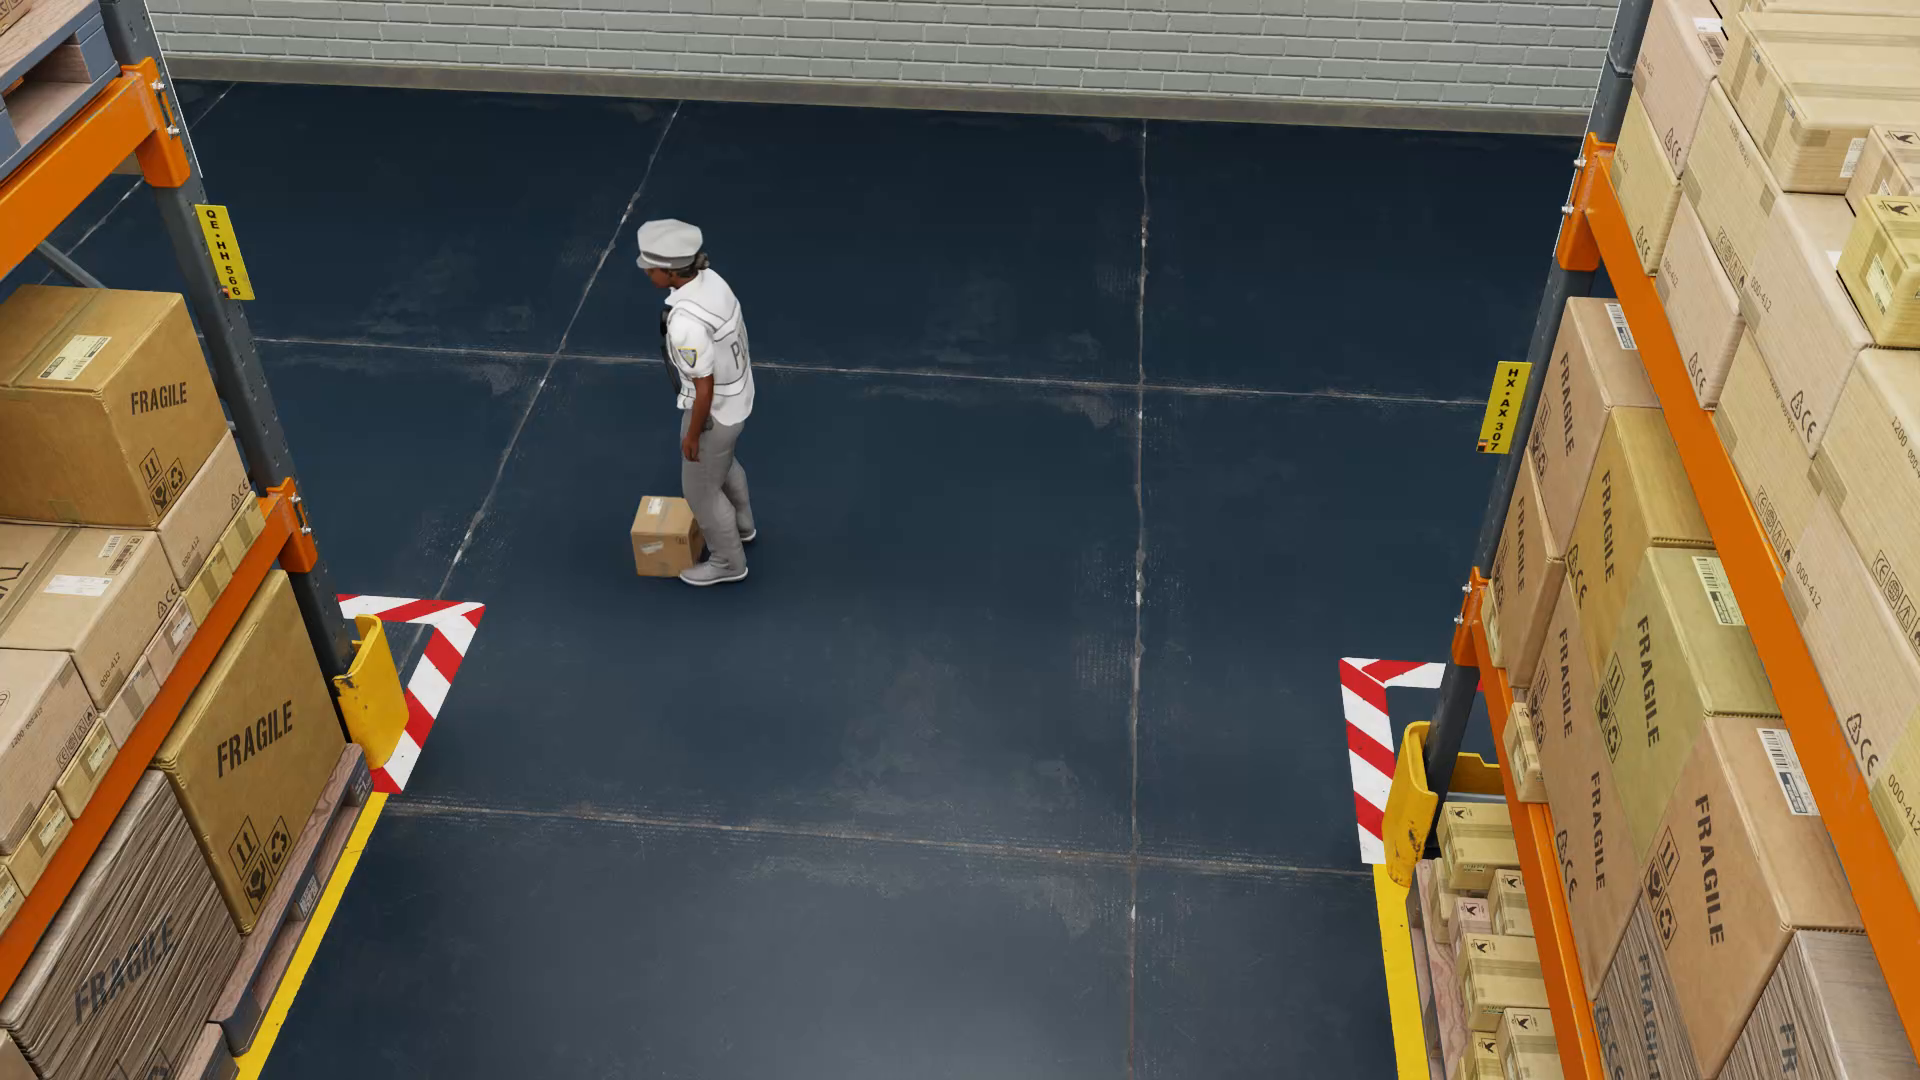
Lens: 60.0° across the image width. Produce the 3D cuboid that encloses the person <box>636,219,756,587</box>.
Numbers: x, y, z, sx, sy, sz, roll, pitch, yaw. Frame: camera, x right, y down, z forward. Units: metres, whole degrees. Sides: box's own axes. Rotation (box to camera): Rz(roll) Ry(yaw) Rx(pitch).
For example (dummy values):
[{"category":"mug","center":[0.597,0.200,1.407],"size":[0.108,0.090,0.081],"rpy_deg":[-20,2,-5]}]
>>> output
[{"category":"person","center":[-1.036,-0.548,6.804],"size":[0.390,1.658,0.507],"rpy_deg":[2,40,2]}]
